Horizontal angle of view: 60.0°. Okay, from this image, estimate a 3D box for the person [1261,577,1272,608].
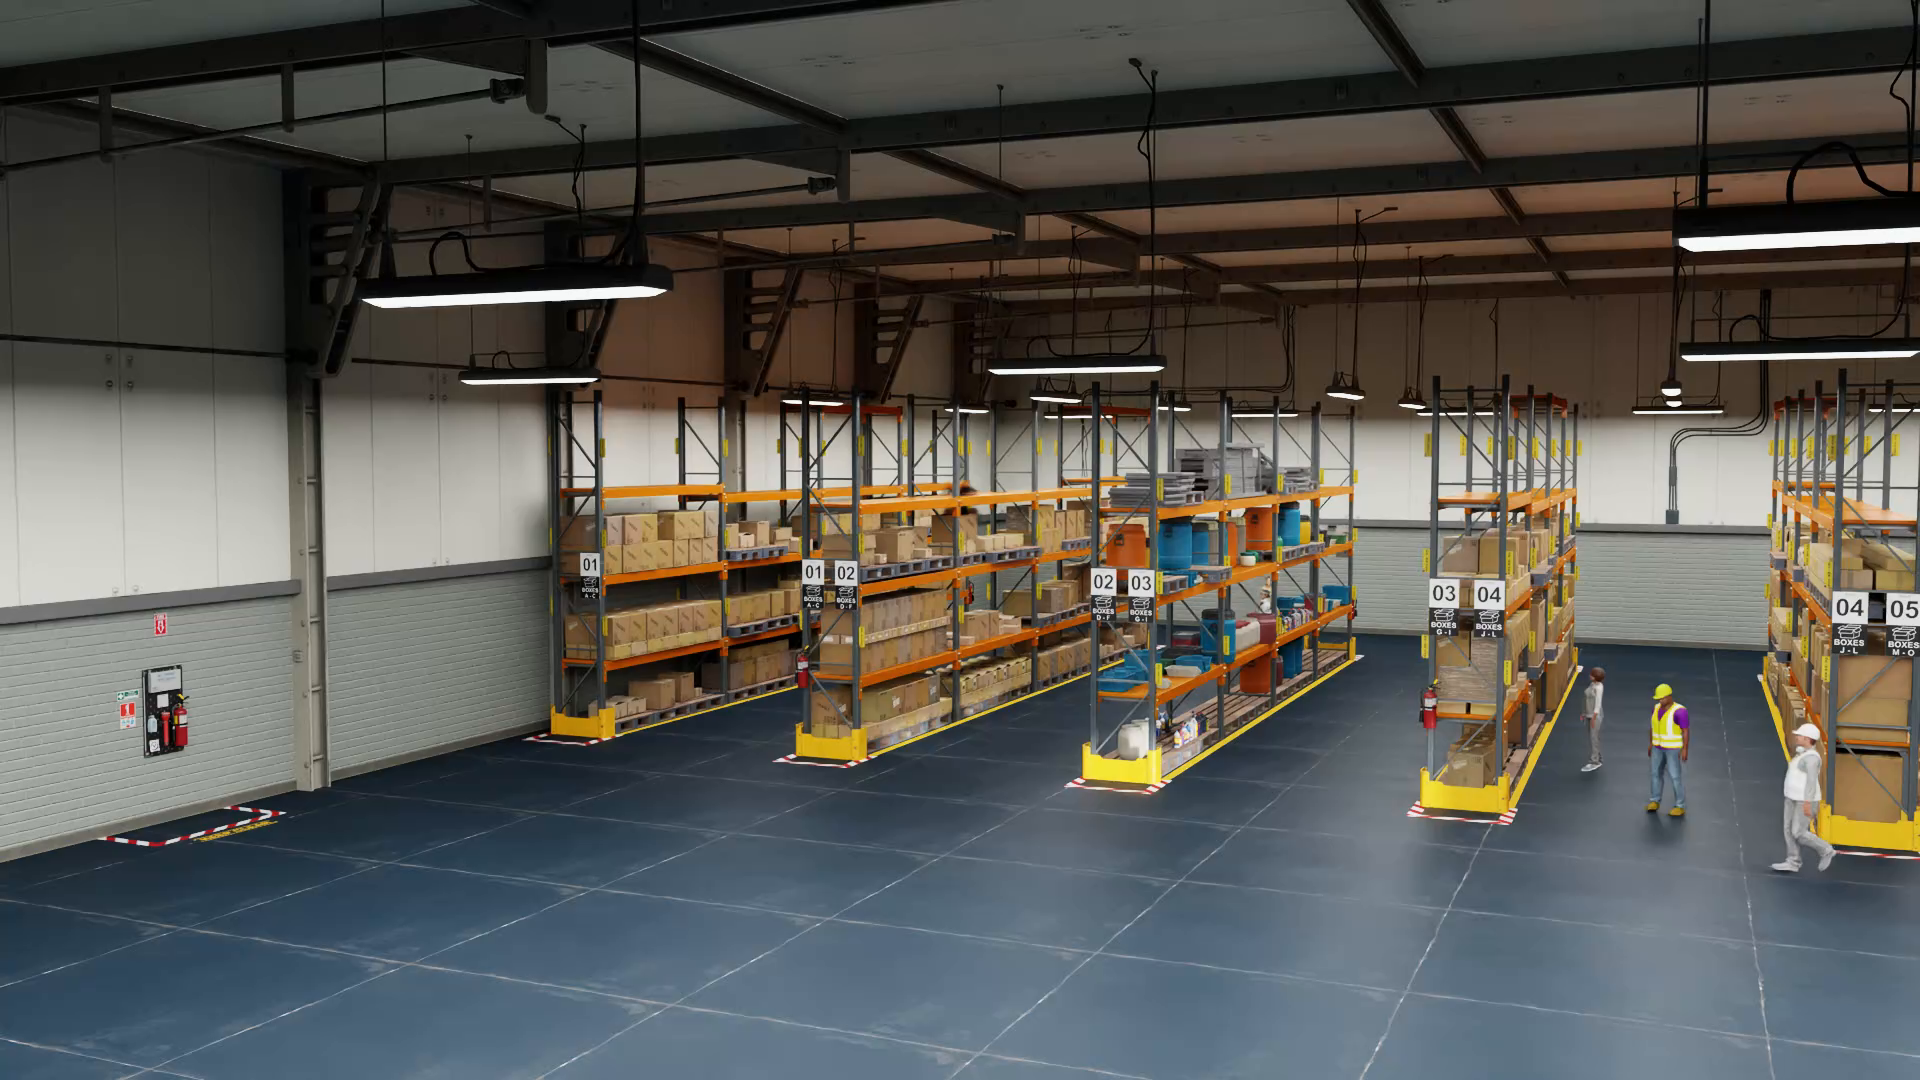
[{"bbox_3d":[8.114,1.770,43.860,0.529,1.620,0.988,-3,4,-43],"label":"person"}]

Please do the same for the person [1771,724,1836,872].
[{"bbox_3d":[9.920,3.032,19.489,0.619,1.765,0.536,0,3,-2],"label":"person"}]

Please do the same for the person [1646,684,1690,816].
[{"bbox_3d":[9.684,2.852,22.840,0.407,1.763,0.630,-2,4,-26],"label":"person"}]

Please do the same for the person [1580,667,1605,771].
[{"bbox_3d":[9.868,2.782,25.925,0.475,1.612,0.432,-1,3,-13],"label":"person"}]

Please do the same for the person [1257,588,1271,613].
[{"bbox_3d":[7.197,1.983,39.332,0.348,1.690,0.548,0,3,5],"label":"person"}]
